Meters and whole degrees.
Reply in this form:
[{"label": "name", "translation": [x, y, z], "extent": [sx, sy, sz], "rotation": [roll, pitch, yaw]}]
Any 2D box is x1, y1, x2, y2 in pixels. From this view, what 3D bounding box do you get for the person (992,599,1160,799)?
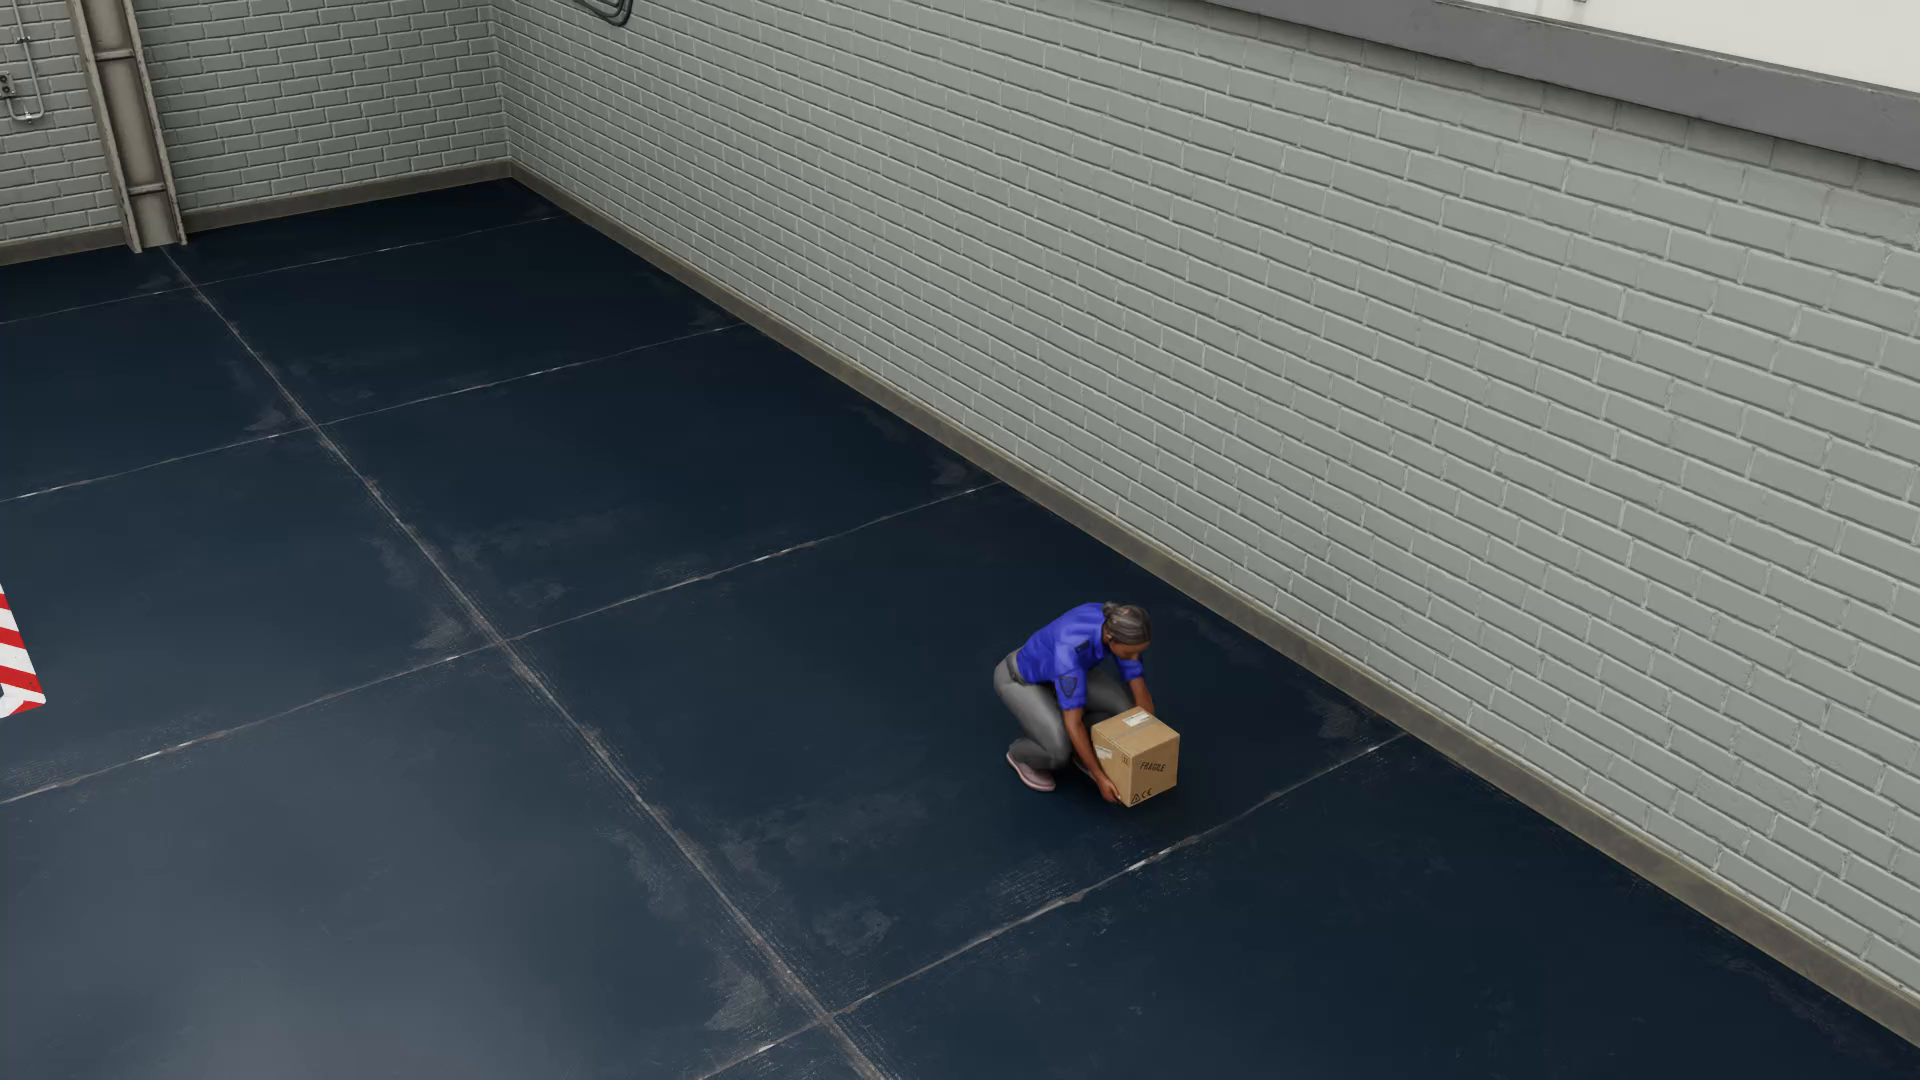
[{"label": "person", "translation": [0.495, 0.607, 6.777], "extent": [0.459, 0.946, 0.845], "rotation": [-20, 34, -32]}]
